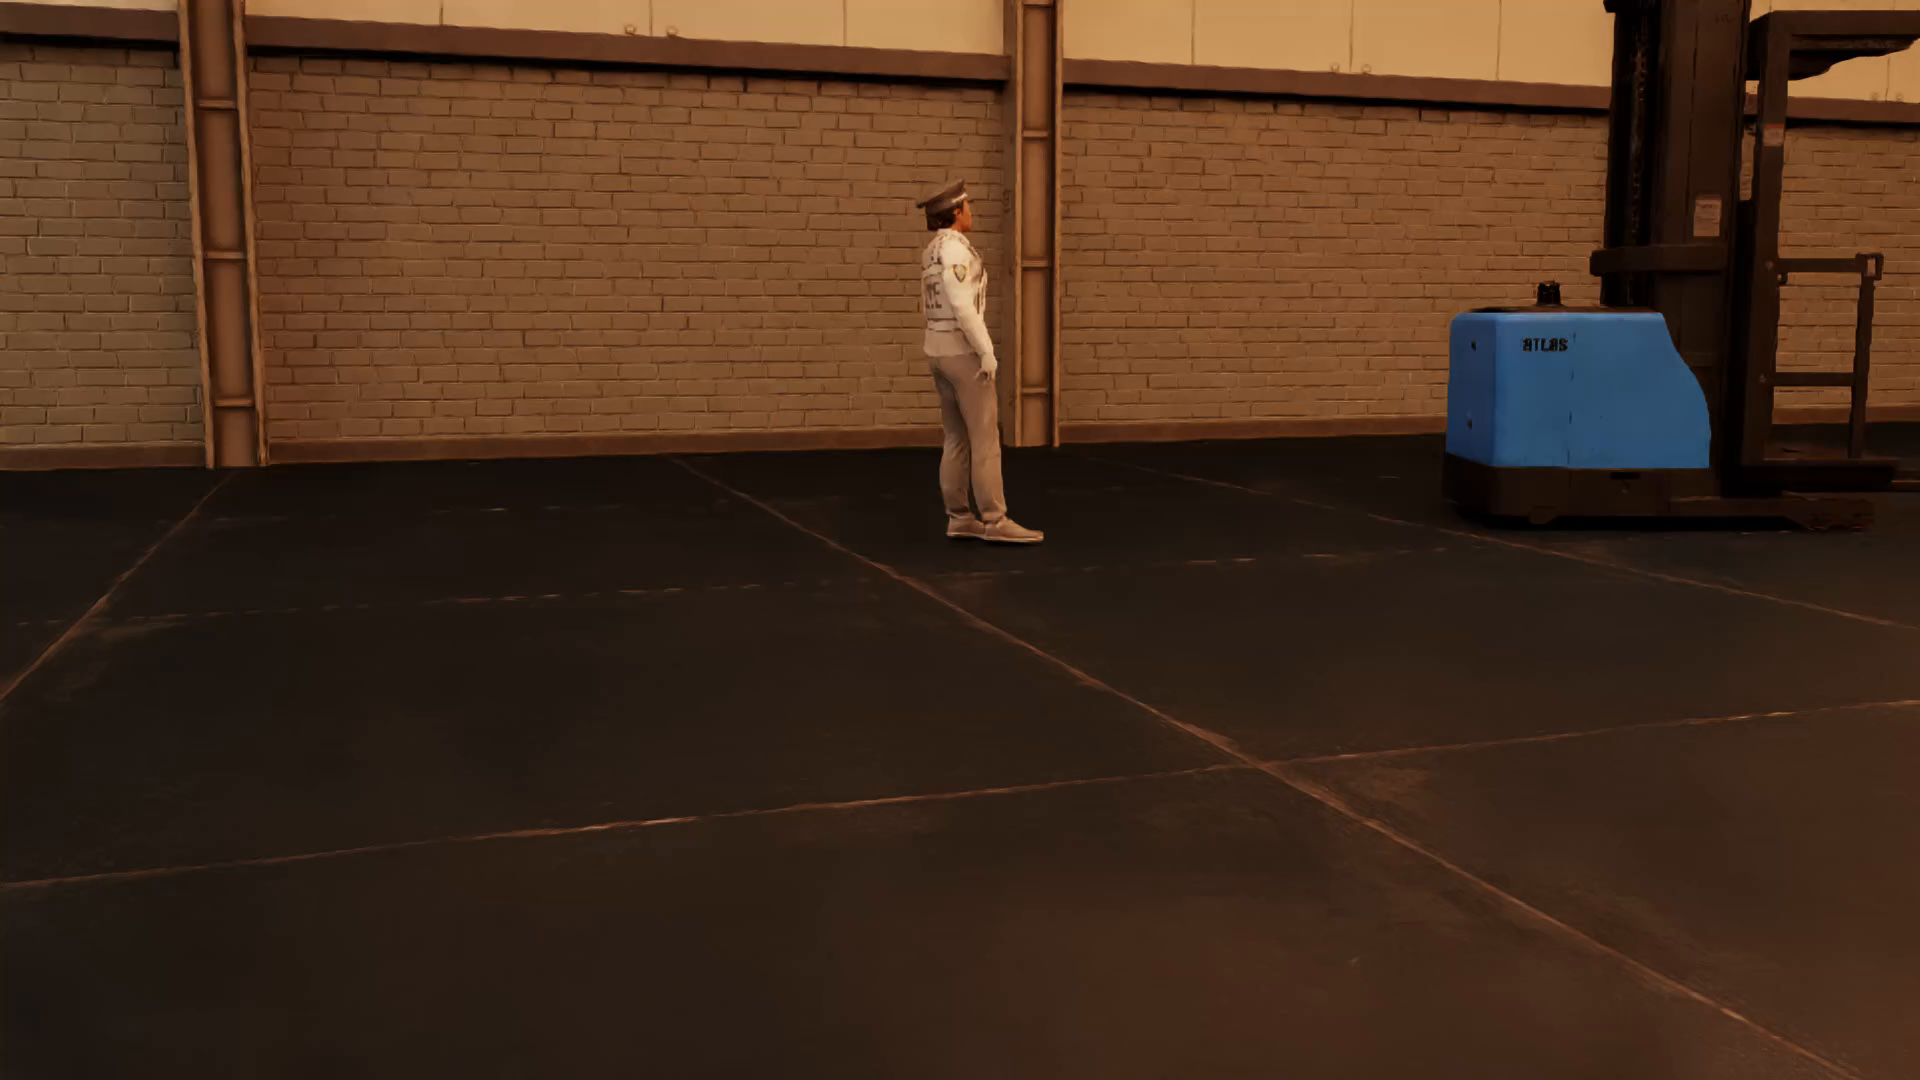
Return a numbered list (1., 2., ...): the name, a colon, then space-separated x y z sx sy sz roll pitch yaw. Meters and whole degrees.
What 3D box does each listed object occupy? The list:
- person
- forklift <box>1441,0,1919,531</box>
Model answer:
1. person: 0.066 -0.849 7.823 0.533 1.695 0.586 -3 8 -18
2. forklift: 4.174 -1.567 8.572 3.031 2.935 1.130 0 8 1
